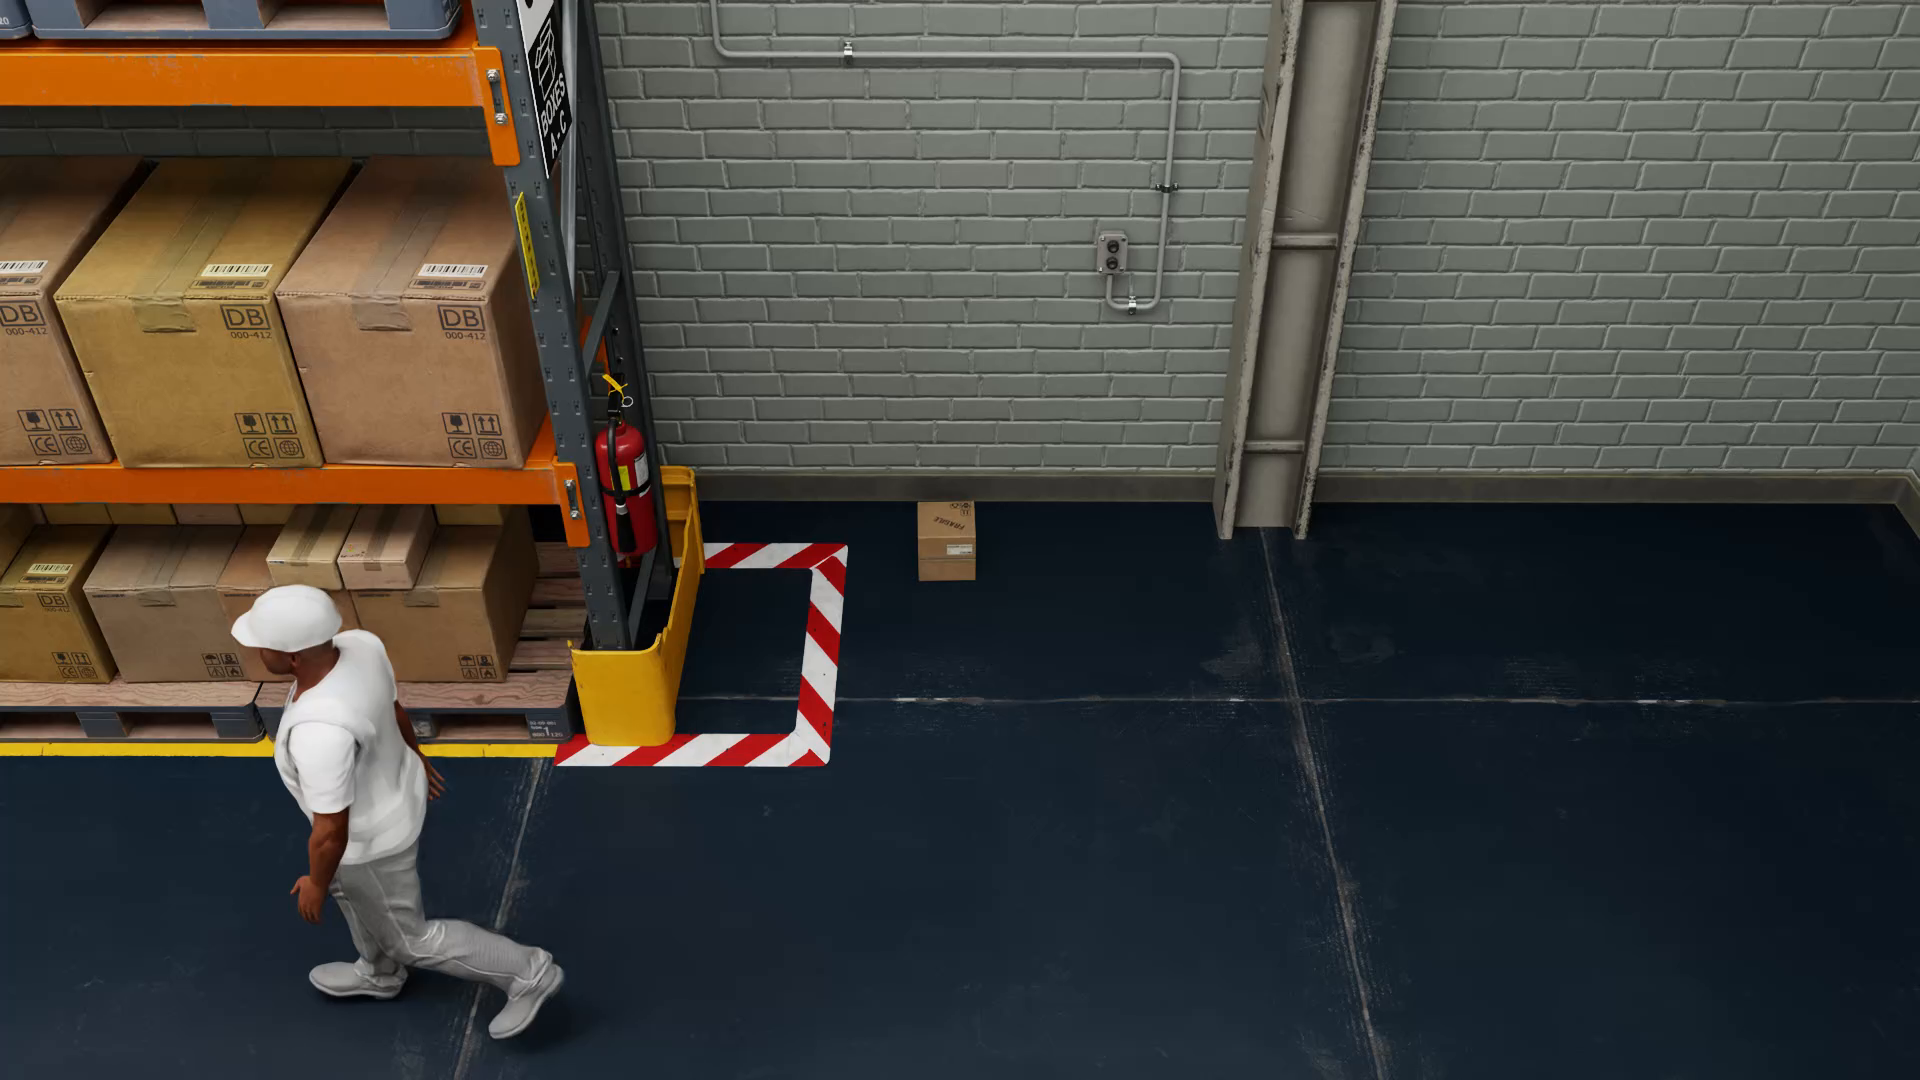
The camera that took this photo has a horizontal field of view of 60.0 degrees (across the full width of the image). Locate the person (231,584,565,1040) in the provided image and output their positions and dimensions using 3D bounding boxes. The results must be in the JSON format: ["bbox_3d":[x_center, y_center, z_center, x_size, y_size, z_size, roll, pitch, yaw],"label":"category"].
[{"bbox_3d":[-1.747,0.848,5.108,0.890,1.748,0.628,-4,40,-5],"label":"person"}]
